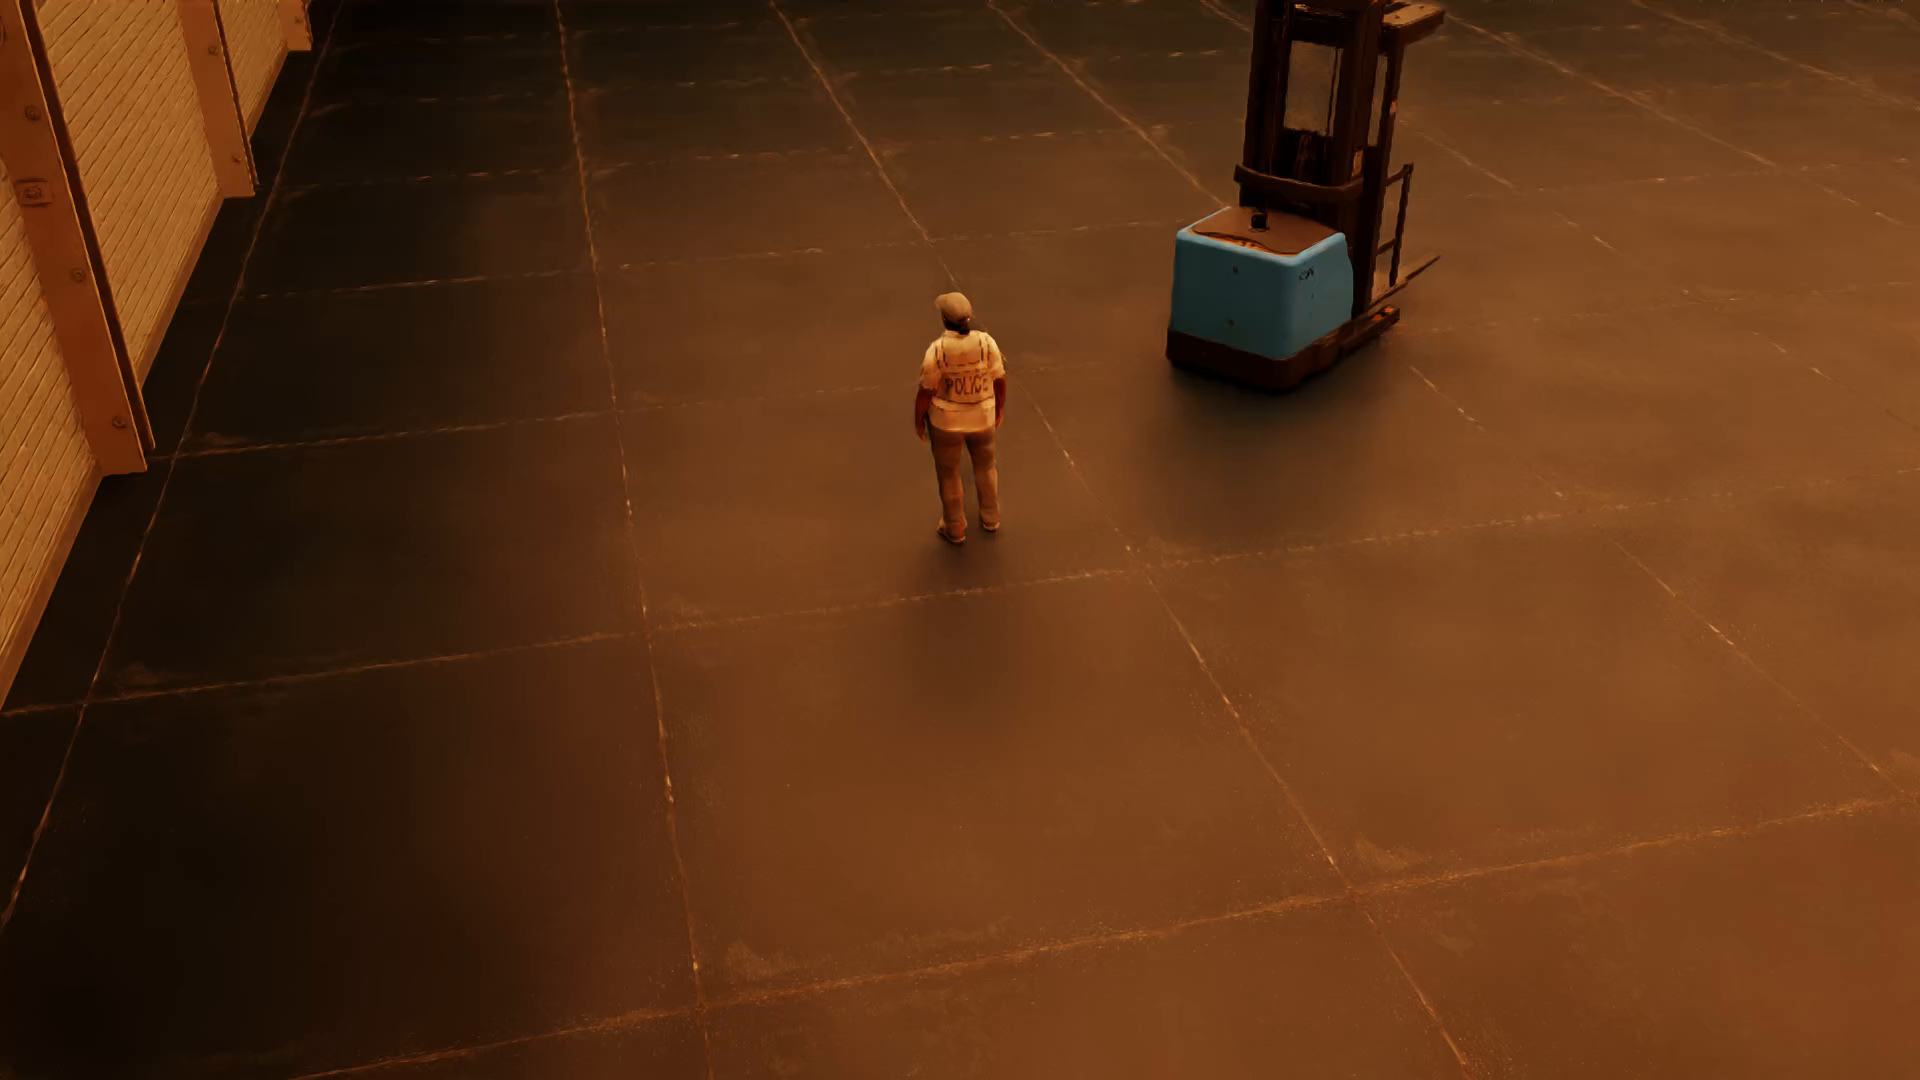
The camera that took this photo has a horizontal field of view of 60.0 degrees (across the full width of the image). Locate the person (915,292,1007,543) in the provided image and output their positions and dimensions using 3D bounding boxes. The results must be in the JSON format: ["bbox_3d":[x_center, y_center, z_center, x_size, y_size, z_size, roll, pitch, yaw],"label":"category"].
[{"bbox_3d":[0.004,-0.767,10.148,0.598,1.669,0.529,-7,31,-12],"label":"person"}]

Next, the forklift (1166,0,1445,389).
[{"bbox_3d":[2.907,-3.050,12.843,1.130,2.935,3.031,22,37,33],"label":"forklift"}]
